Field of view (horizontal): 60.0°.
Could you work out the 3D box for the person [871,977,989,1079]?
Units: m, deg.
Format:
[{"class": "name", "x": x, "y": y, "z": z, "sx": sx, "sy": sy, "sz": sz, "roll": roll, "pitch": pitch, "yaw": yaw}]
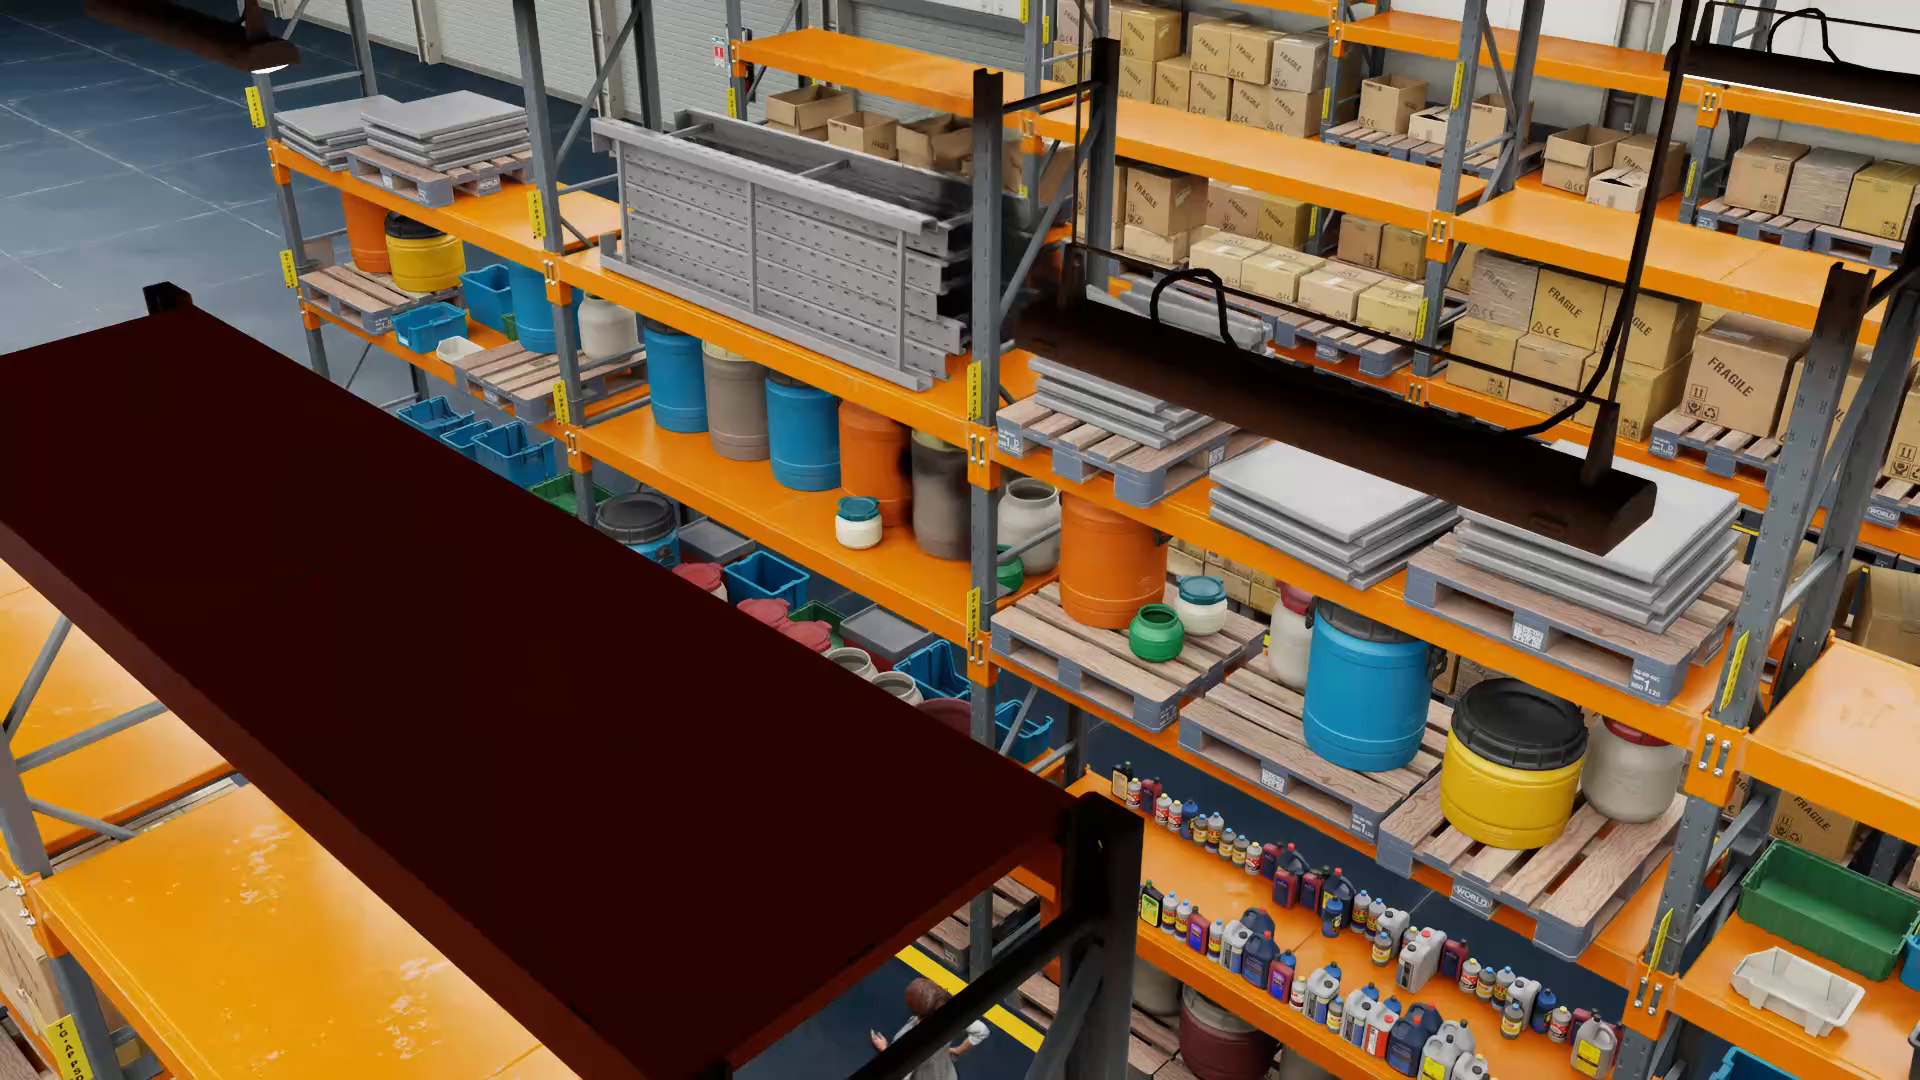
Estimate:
[{"class": "person", "x": -0.186, "y": 2.934, "z": 8.851, "sx": 0.654, "sy": 1.637, "sz": 0.505, "roll": 14, "pitch": 32, "yaw": 23}]
